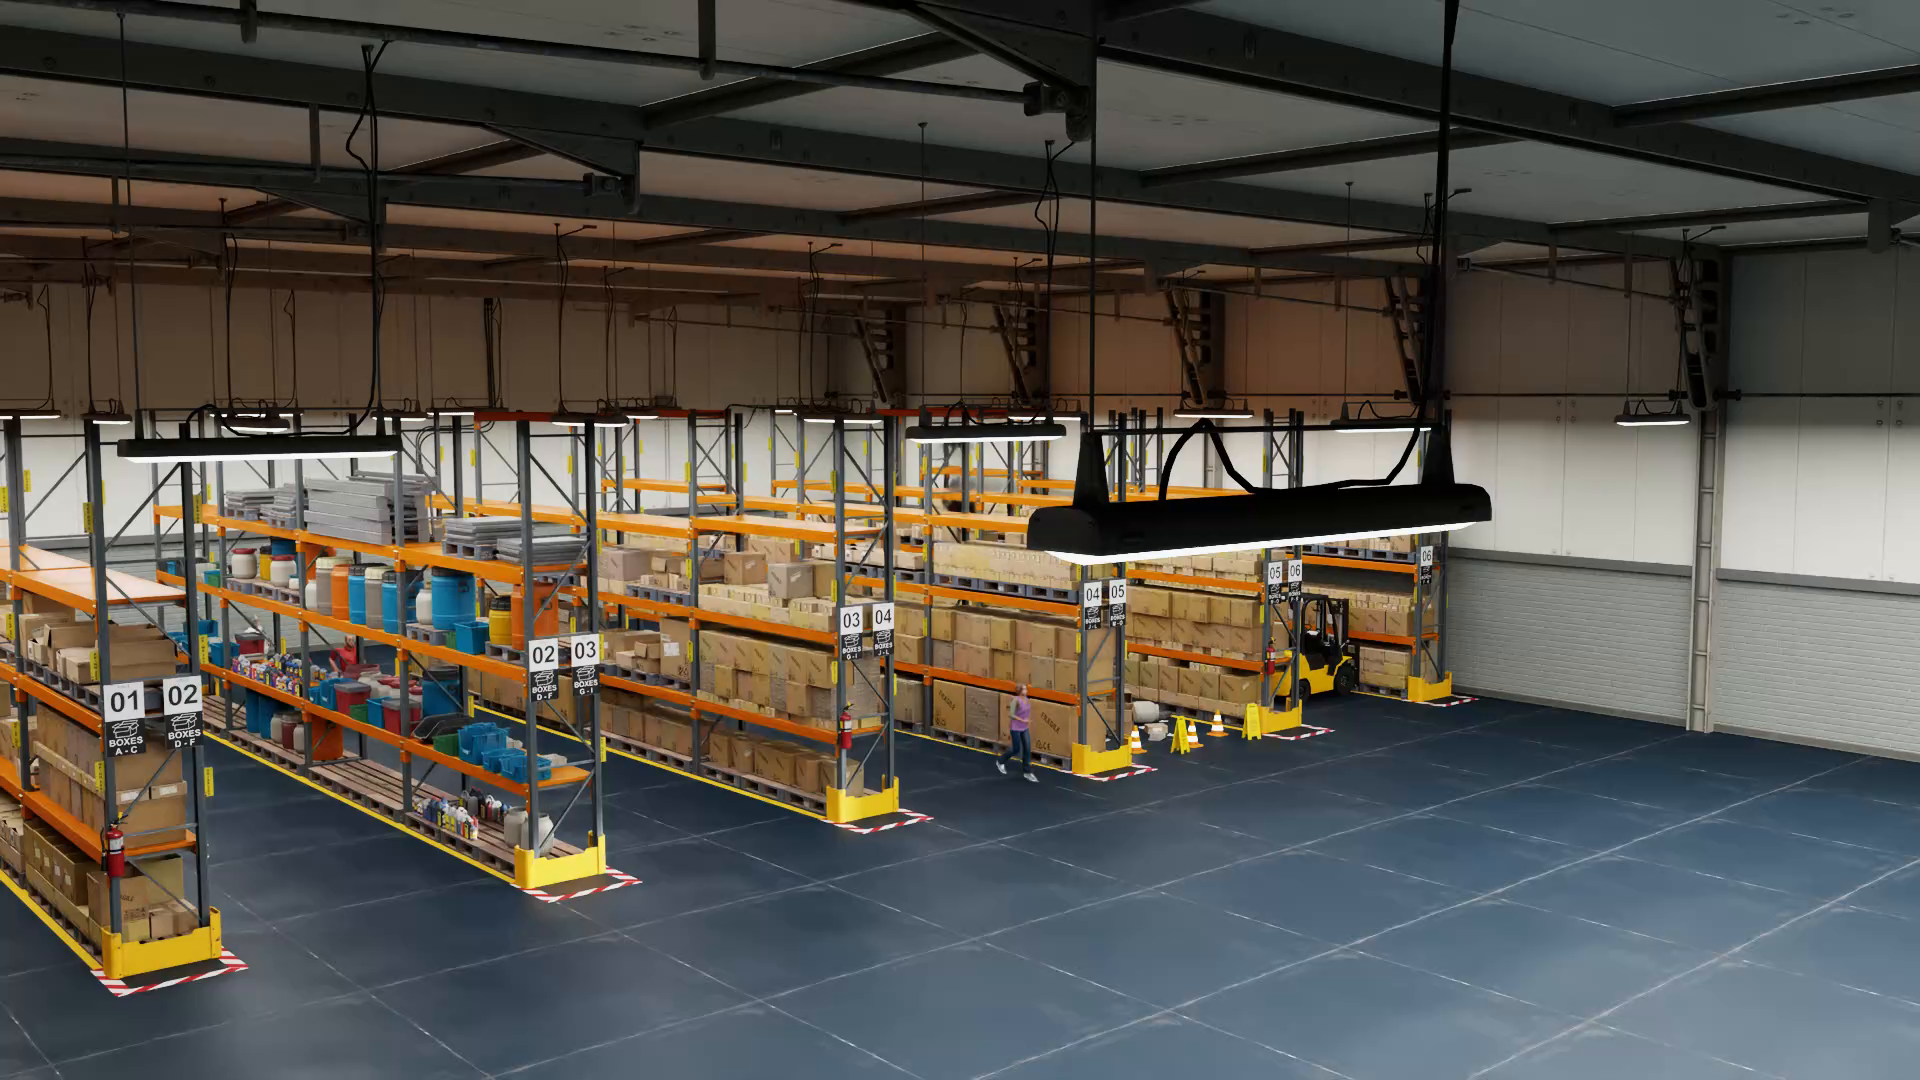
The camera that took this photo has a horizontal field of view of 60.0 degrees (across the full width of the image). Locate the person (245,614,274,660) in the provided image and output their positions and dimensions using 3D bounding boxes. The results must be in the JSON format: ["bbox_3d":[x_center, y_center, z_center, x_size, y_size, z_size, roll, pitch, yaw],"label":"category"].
[{"bbox_3d":[-14.722,2.417,34.952,0.613,1.748,0.717,0,5,5],"label":"person"}]

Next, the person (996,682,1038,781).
[{"bbox_3d":[0.951,3.133,27.383,0.773,1.615,0.562,4,6,37],"label":"person"}]

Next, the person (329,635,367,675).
[{"bbox_3d":[-11.709,2.678,31.928,0.664,1.736,0.956,-5,7,-42],"label":"person"}]
